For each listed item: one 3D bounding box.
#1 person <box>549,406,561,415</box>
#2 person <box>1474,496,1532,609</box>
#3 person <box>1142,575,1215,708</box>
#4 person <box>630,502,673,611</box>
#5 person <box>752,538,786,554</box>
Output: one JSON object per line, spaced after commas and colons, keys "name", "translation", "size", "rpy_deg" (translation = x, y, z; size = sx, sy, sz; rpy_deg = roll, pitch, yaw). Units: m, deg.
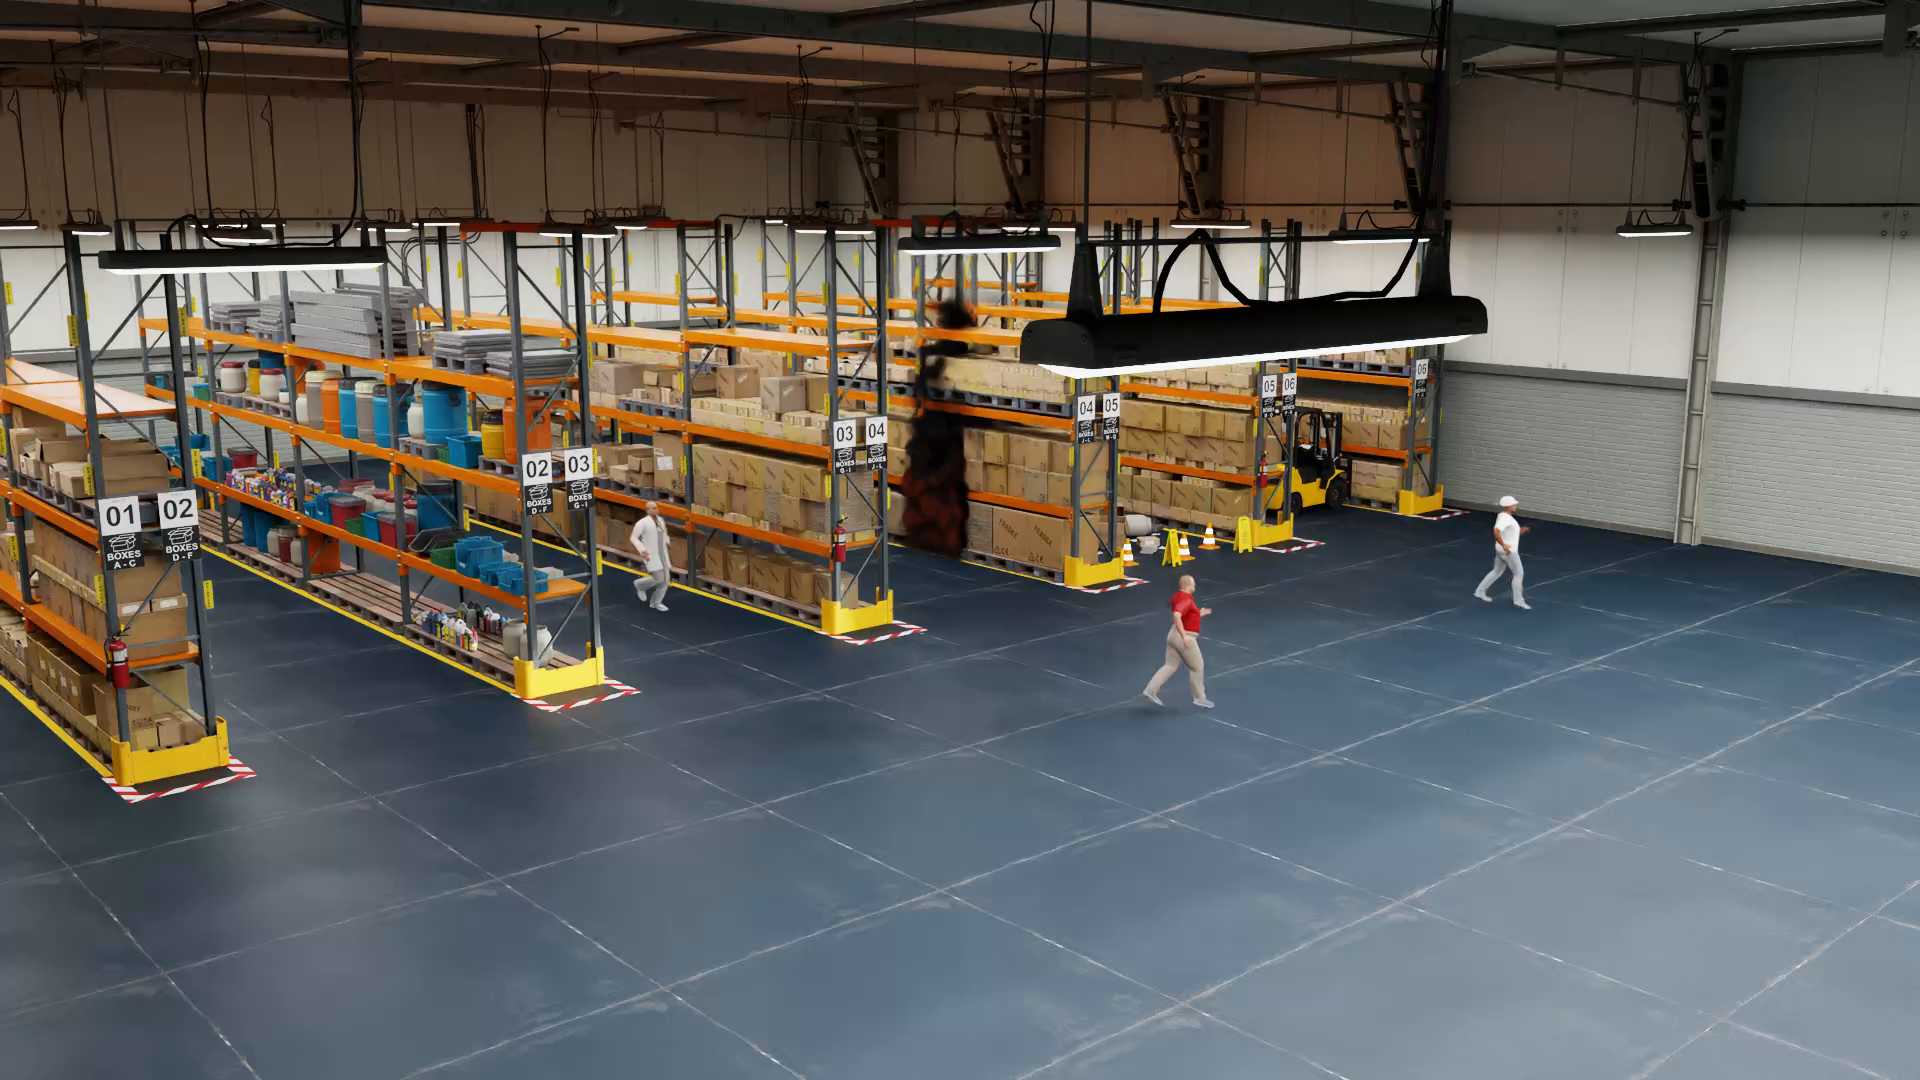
{"name": "person", "translation": [-9.772, -2.446, 39.746], "size": [0.788, 1.760, 0.764], "rpy_deg": [2, 12, 9]}
{"name": "person", "translation": [8.652, 0.194, 26.354], "size": [0.879, 1.803, 0.682], "rpy_deg": [0, 11, 2]}
{"name": "person", "translation": [2.787, 1.295, 20.978], "size": [0.969, 1.742, 0.652], "rpy_deg": [-4, 12, -19]}
{"name": "person", "translation": [-4.854, 0.248, 26.311], "size": [0.640, 1.737, 0.709], "rpy_deg": [8, 14, 36]}
{"name": "person", "translation": [-3.514, -0.589, 30.618], "size": [0.769, 1.663, 0.607], "rpy_deg": [8, 14, 36]}
